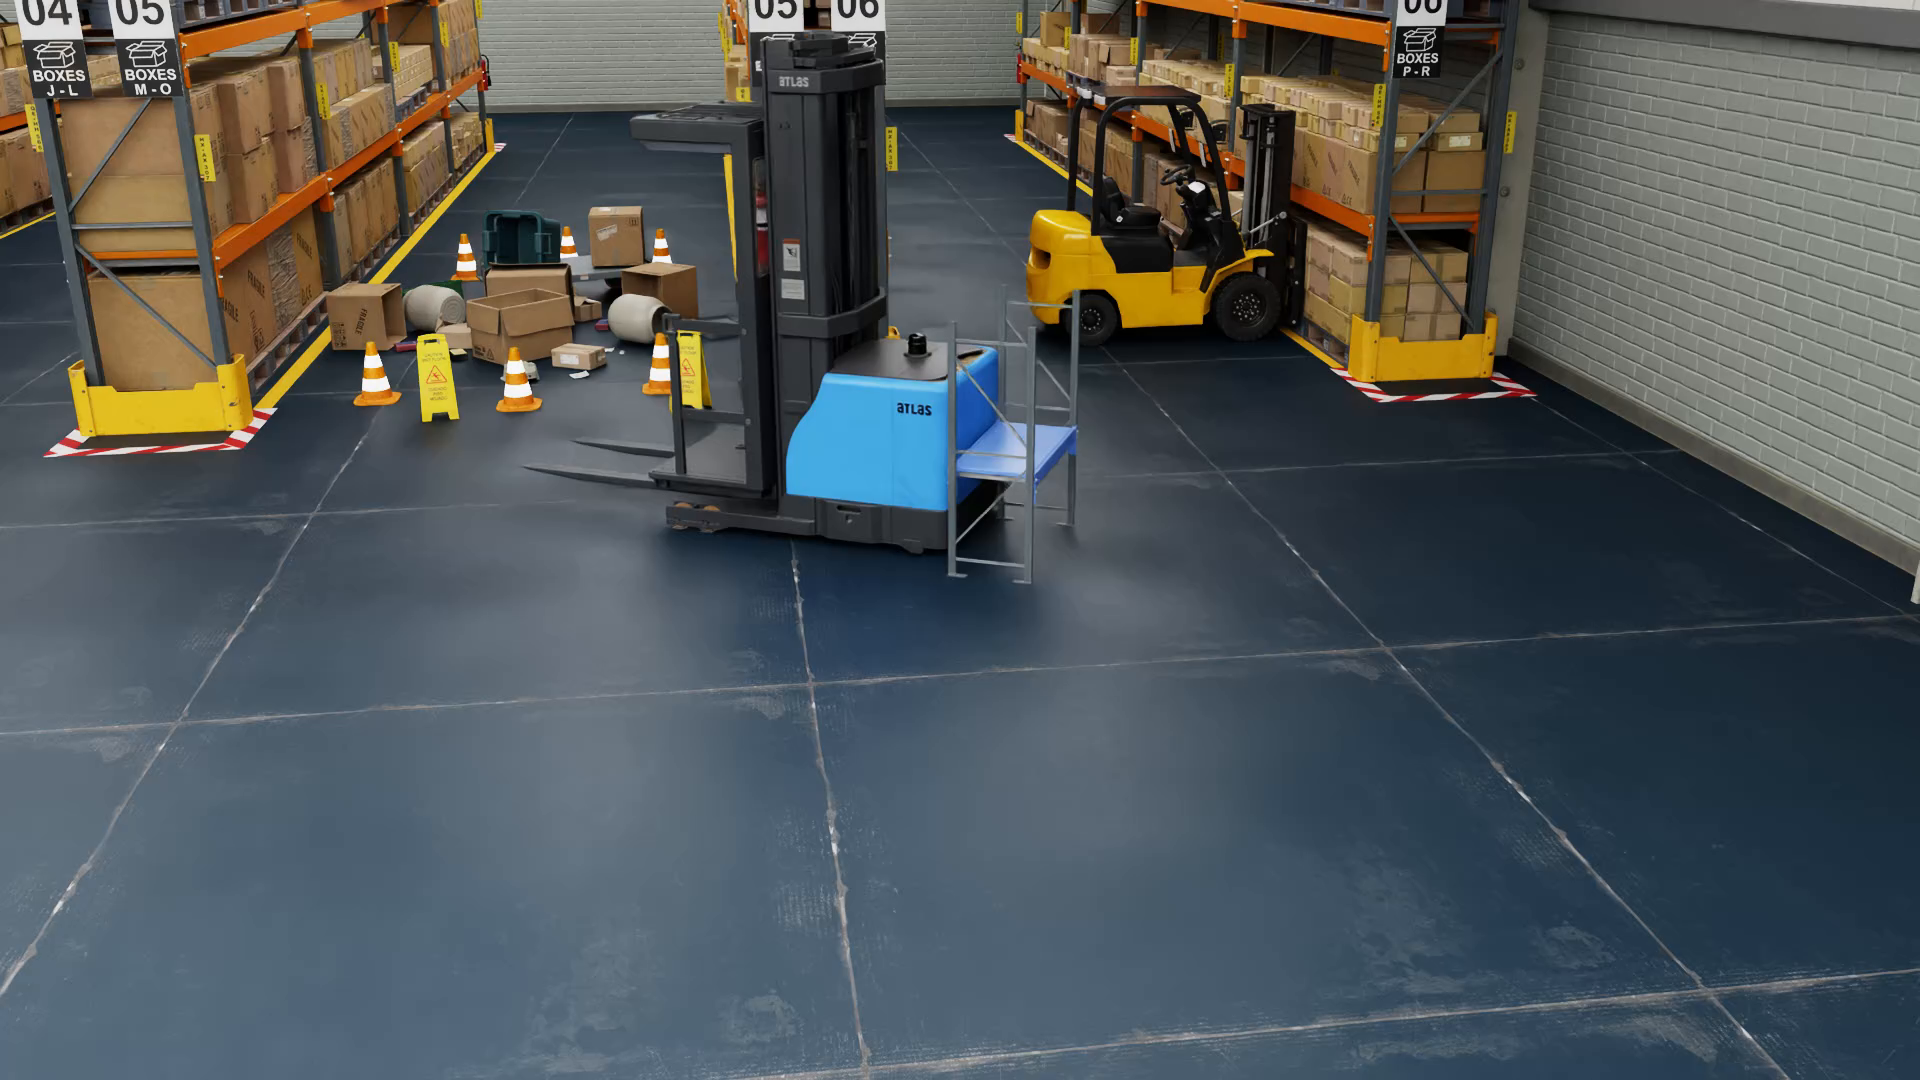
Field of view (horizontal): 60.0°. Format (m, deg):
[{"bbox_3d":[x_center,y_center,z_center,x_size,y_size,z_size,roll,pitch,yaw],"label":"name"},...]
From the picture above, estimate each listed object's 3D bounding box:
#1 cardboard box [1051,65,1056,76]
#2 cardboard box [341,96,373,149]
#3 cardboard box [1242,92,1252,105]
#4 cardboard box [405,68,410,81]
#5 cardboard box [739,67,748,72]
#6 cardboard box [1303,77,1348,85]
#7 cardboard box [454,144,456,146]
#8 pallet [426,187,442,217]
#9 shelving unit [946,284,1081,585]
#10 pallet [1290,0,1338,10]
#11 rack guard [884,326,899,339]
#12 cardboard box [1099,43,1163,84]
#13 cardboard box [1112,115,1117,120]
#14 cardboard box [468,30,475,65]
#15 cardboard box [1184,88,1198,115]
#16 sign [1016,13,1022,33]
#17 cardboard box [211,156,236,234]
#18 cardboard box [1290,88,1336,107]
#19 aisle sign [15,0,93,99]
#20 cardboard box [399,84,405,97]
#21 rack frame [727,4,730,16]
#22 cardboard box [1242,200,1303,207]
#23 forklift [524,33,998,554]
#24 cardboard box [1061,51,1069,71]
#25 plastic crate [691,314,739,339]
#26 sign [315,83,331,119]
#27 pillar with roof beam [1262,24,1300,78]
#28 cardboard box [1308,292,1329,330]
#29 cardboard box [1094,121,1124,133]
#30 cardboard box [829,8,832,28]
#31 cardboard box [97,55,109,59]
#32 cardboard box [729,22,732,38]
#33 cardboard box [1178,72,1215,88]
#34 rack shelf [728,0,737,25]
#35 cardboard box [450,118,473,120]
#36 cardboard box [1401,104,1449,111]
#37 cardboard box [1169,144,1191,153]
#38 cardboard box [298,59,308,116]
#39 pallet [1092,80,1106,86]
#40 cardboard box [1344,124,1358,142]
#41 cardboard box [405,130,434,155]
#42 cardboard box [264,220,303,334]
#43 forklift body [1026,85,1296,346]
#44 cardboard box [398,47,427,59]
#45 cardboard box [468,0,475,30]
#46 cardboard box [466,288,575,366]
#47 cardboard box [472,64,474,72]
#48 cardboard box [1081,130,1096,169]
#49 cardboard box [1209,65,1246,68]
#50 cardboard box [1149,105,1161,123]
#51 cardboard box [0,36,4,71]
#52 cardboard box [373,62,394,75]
[{"bbox_3d":[1.624,-7.291,25.809,0.380,0.149,0.250,-3,21,-9],"label":"cardboard box"},{"bbox_3d":[-6.551,-4.414,17.604,0.500,0.500,0.500,-3,21,-7],"label":"cardboard box"},{"bbox_3d":[3.055,-4.411,16.669,0.380,0.149,0.250,-3,21,-9],"label":"cardboard box"},{"bbox_3d":[-7.160,-5.874,20.991,0.380,0.149,0.250,-3,21,-8],"label":"cardboard box"},{"bbox_3d":[-1.420,-3.543,13.419,0.700,0.500,0.500,-3,21,-7],"label":"cardboard box"},{"bbox_3d":[3.610,-4.490,16.455,0.380,0.149,0.250,-3,21,-9],"label":"cardboard box"},{"bbox_3d":[-7.646,-5.819,24.558,0.380,0.149,0.250,-4,21,-11],"label":"cardboard box"},{"bbox_3d":[-7.386,-4.418,21.744,1.003,0.211,1.213,-3,21,-8],"label":"pallet"},{"bbox_3d":[0.327,-0.646,9.801,0.538,1.500,1.048,6,21,16],"label":"shelving unit"},{"bbox_3d":[3.591,-4.832,14.706,1.003,0.211,1.213,-3,21,-8],"label":"pallet"},{"bbox_3d":[-1.076,-1.403,13.257,1.175,0.500,0.348,-3,21,-8],"label":"rack guard"},{"bbox_3d":[2.275,-6.370,22.236,0.797,0.503,0.637,-3,21,-9],"label":"cardboard box"},{"bbox_3d":[2.455,-6.171,24.495,0.380,0.149,0.250,-4,21,-10],"label":"cardboard box"},{"bbox_3d":[-7.867,-7.667,25.890,0.500,0.500,0.500,-3,21,-9],"label":"cardboard box"},{"bbox_3d":[2.797,-4.860,18.441,0.500,0.250,0.500,-3,21,-7],"label":"cardboard box"},{"bbox_3d":[1.003,-8.717,28.030,0.100,0.325,0.005,-3,21,-8],"label":"sign"},{"bbox_3d":[-6.148,-2.649,12.806,0.875,0.550,0.550,-3,21,-8],"label":"cardboard box"},{"bbox_3d":[3.286,-4.107,15.429,0.380,0.149,0.250,-3,21,-8],"label":"cardboard box"},{"bbox_3d":[-6.236,-3.441,11.426,0.394,0.787,0.004,-3,21,-8],"label":"aisle sign"},{"bbox_3d":[-7.085,-5.556,20.565,0.380,0.149,0.250,-2,21,-5],"label":"cardboard box"},{"bbox_3d":[-2.795,-6.702,23.874,1.000,3.000,0.127,-3,21,-8],"label":"rack frame"},{"bbox_3d":[3.093,-3.200,16.398,0.500,0.250,0.500,-3,21,-8],"label":"cardboard box"},{"bbox_3d":[-1.313,-1.582,10.263,3.031,2.935,1.130,7,22,18],"label":"forklift"},{"bbox_3d":[1.802,-7.187,24.961,0.500,0.250,0.500,-2,21,-6],"label":"cardboard box"},{"bbox_3d":[-2.227,-1.980,15.402,0.402,0.080,0.583,-11,23,-26],"label":"plastic crate"},{"bbox_3d":[-5.977,-4.119,15.606,0.100,0.325,0.005,-3,21,-8],"label":"sign"},{"bbox_3d":[-0.487,-7.756,18.121,9.100,9.000,0.400,-3,21,-8],"label":"pillar with roof beam"},{"bbox_3d":[3.403,-2.027,14.686,0.500,0.250,0.500,-3,21,-8],"label":"cardboard box"},{"bbox_3d":[2.122,-5.871,23.694,0.380,0.149,0.250,-3,21,-9],"label":"cardboard box"},{"bbox_3d":[-0.792,-3.966,12.620,0.380,0.149,0.250,-3,21,-8],"label":"cardboard box"},{"bbox_3d":[-12.560,-7.152,23.796,0.500,0.500,0.500,-4,21,-9],"label":"cardboard box"},{"bbox_3d":[-2.765,-6.523,21.823,0.500,0.500,0.500,-3,21,-9],"label":"cardboard box"},{"bbox_3d":[2.672,-5.171,18.703,0.380,0.149,0.250,-3,21,-9],"label":"cardboard box"},{"bbox_3d":[-1.930,-5.693,17.913,1.077,0.370,4.000,-3,21,-8],"label":"rack shelf"},{"bbox_3d":[-7.811,-6.506,25.972,0.380,0.149,0.250,-4,21,-10],"label":"cardboard box"},{"bbox_3d":[3.953,-3.599,14.070,0.380,0.149,0.250,-3,21,-7],"label":"cardboard box"},{"bbox_3d":[2.926,-5.095,21.615,0.380,0.149,0.250,-2,21,-5],"label":"cardboard box"},{"bbox_3d":[-6.603,-4.334,15.962,0.700,0.500,0.500,-3,21,-9],"label":"cardboard box"},{"bbox_3d":[2.408,-6.152,22.675,1.003,0.211,1.213,-3,21,-8],"label":"pallet"},{"bbox_3d":[3.476,-3.436,14.057,0.380,0.149,0.250,-3,21,-7],"label":"cardboard box"},{"bbox_3d":[-7.170,-5.188,21.721,0.500,0.250,0.500,-4,21,-10],"label":"cardboard box"},{"bbox_3d":[-6.370,-2.316,14.566,0.875,0.875,0.875,-3,21,-7],"label":"cardboard box"},{"bbox_3d":[1.768,-2.966,15.083,2.313,2.155,1.214,-3,21,-8],"label":"forklift body"},{"bbox_3d":[-7.388,-6.553,22.383,0.380,0.149,0.250,-4,21,-9],"label":"cardboard box"},{"bbox_3d":[-7.943,-8.311,26.184,0.500,0.500,0.500,-3,21,-9],"label":"cardboard box"},{"bbox_3d":[-3.824,-1.858,14.473,0.637,0.503,0.797,17,27,39],"label":"cardboard box"},{"bbox_3d":[-7.930,-7.498,26.364,0.380,0.149,0.250,-3,21,-8],"label":"cardboard box"},{"bbox_3d":[2.050,-5.617,23.940,0.500,0.500,0.500,-3,21,-8],"label":"cardboard box"},{"bbox_3d":[3.170,-5.558,19.740,0.380,0.149,0.250,-3,21,-9],"label":"cardboard box"},{"bbox_3d":[2.583,-5.158,19.954,0.500,0.250,0.500,-3,21,-9],"label":"cardboard box"},{"bbox_3d":[-12.309,-6.046,20.540,0.797,0.503,0.637,-2,21,-6],"label":"cardboard box"},{"bbox_3d":[-7.018,-5.653,19.973,0.380,0.149,0.250,-3,21,-9],"label":"cardboard box"}]
